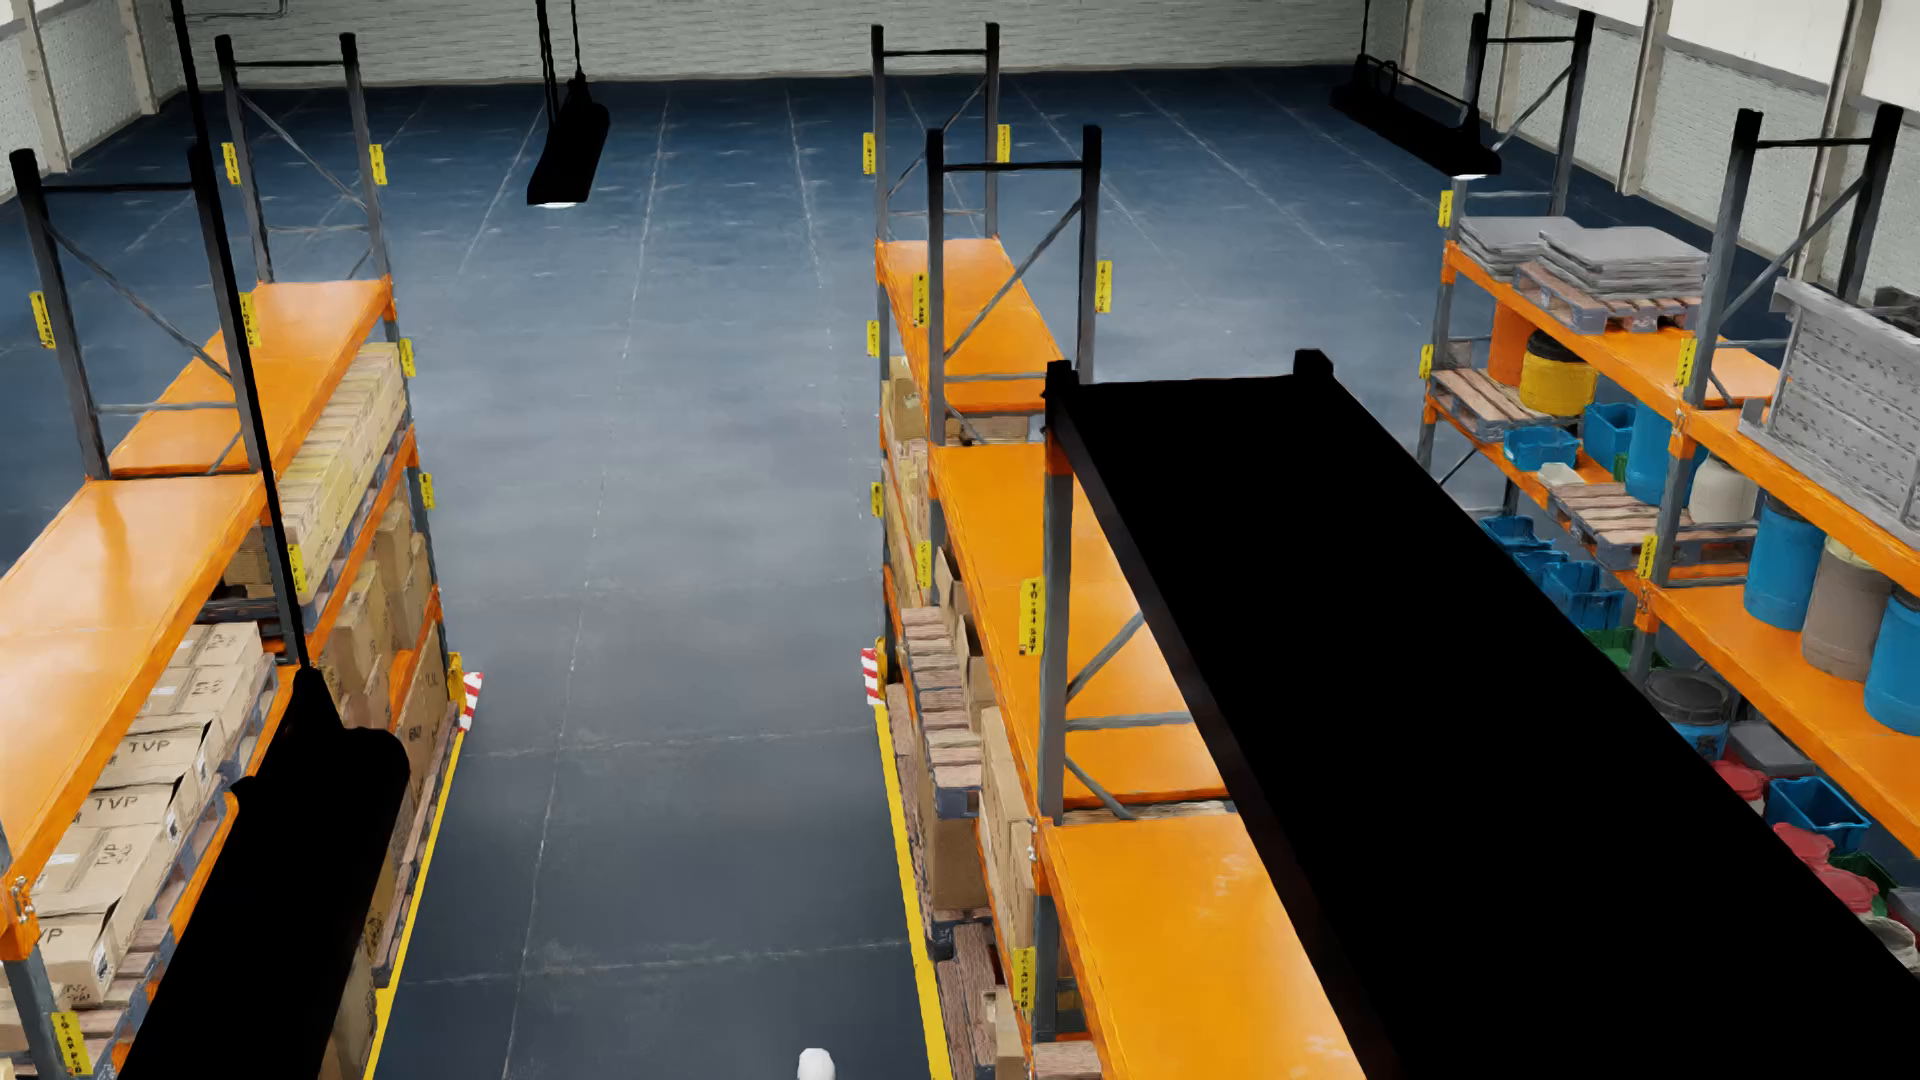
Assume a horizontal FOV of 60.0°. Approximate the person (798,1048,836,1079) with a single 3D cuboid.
[{"bbox_3d":[-0.781,3.520,9.110,0.567,1.736,1.042,-4,26,-7],"label":"person"}]
